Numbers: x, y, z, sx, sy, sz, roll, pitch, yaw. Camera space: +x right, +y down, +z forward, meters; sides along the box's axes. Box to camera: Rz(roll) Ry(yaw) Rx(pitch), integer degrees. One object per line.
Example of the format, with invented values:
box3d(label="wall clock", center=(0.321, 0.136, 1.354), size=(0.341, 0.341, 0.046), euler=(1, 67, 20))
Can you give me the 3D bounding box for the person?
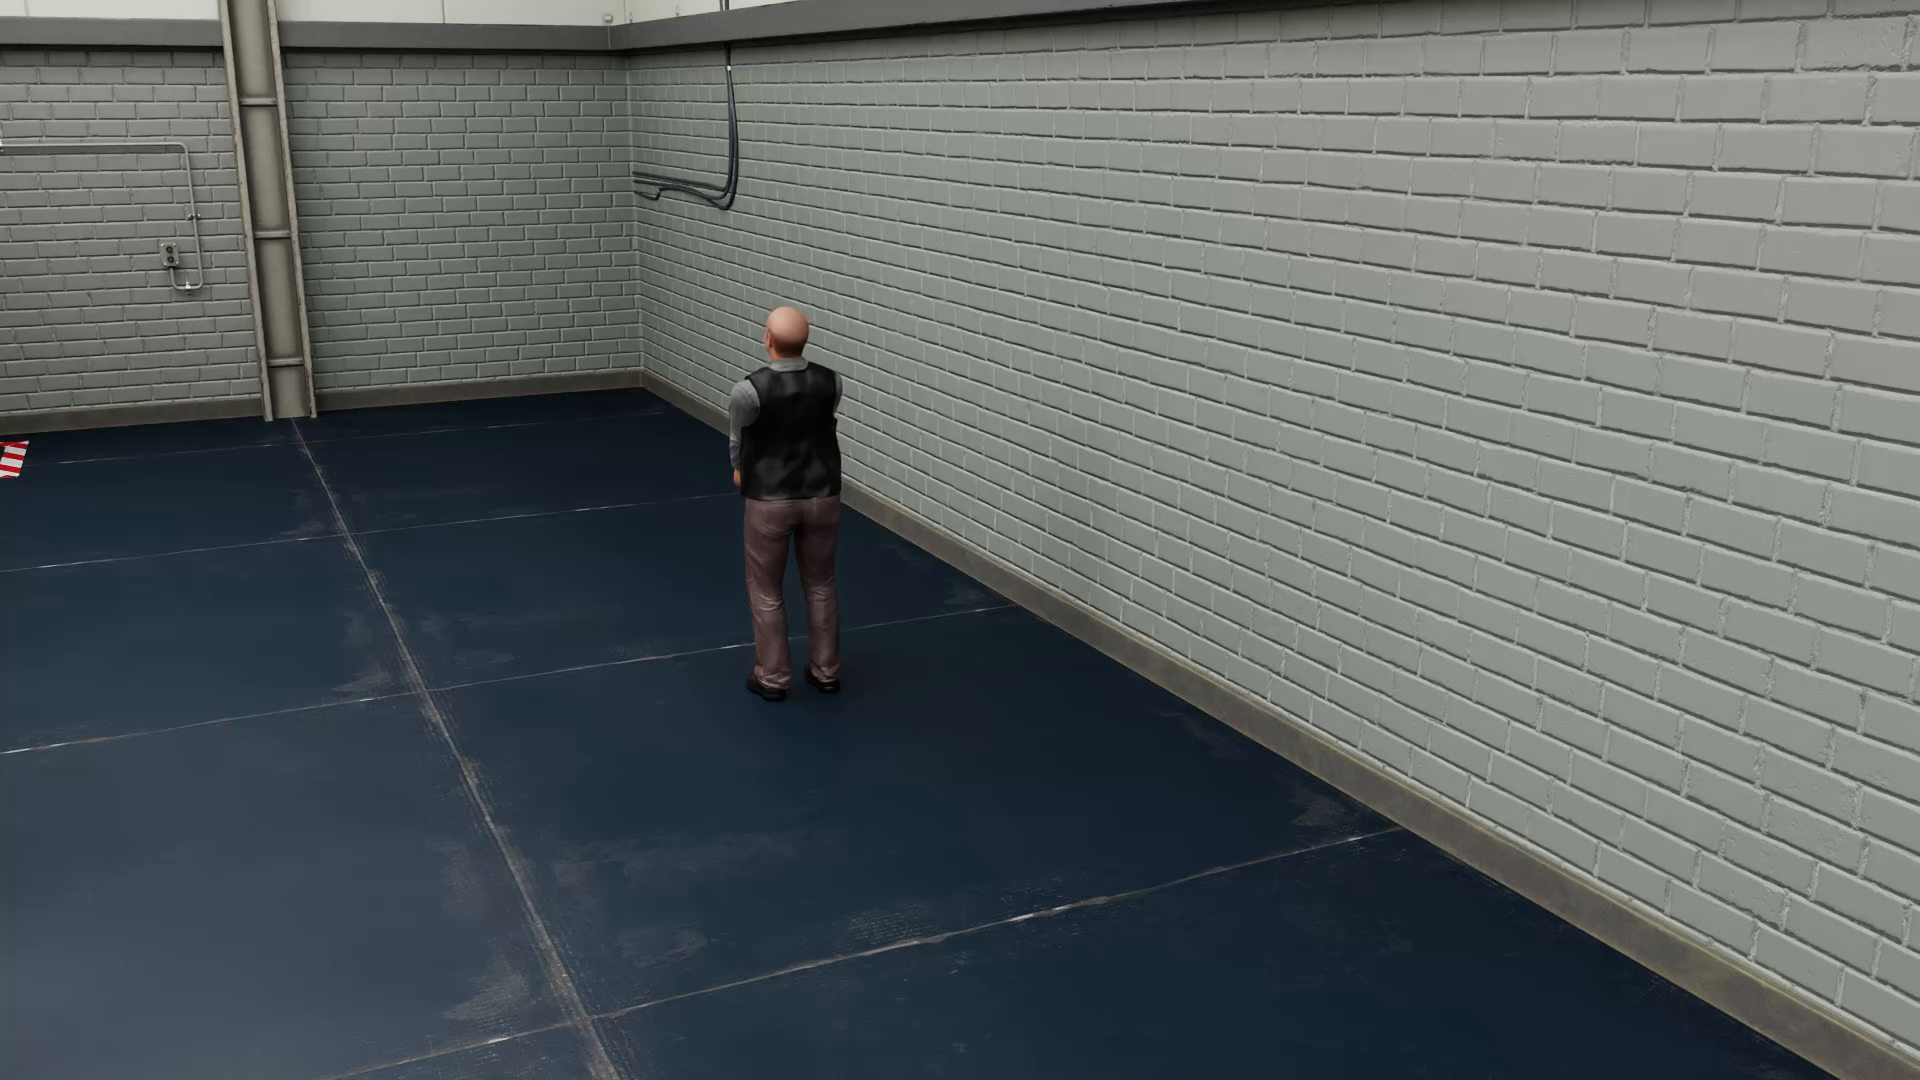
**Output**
box3d(label="person", center=(-0.779, -0.177, 7.241), size=(0.494, 1.711, 0.560), euler=(-7, 17, -24))
